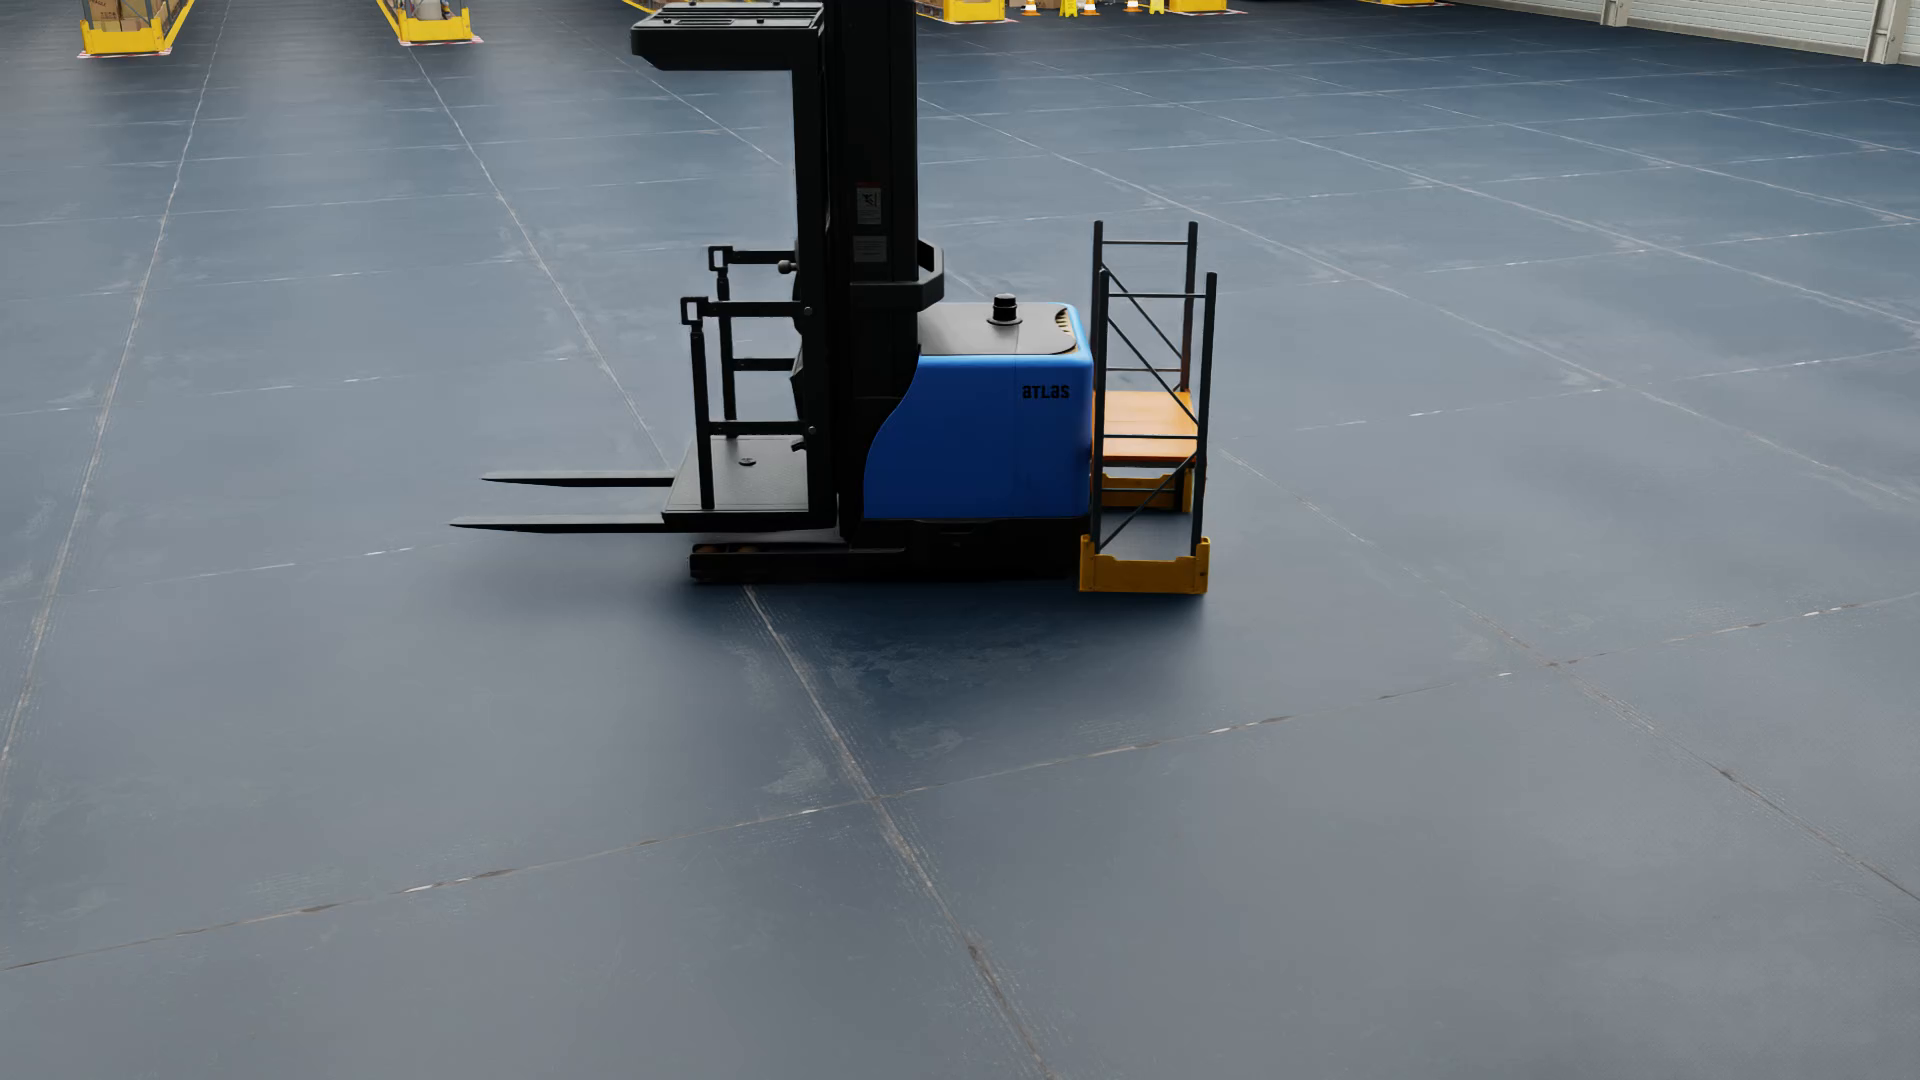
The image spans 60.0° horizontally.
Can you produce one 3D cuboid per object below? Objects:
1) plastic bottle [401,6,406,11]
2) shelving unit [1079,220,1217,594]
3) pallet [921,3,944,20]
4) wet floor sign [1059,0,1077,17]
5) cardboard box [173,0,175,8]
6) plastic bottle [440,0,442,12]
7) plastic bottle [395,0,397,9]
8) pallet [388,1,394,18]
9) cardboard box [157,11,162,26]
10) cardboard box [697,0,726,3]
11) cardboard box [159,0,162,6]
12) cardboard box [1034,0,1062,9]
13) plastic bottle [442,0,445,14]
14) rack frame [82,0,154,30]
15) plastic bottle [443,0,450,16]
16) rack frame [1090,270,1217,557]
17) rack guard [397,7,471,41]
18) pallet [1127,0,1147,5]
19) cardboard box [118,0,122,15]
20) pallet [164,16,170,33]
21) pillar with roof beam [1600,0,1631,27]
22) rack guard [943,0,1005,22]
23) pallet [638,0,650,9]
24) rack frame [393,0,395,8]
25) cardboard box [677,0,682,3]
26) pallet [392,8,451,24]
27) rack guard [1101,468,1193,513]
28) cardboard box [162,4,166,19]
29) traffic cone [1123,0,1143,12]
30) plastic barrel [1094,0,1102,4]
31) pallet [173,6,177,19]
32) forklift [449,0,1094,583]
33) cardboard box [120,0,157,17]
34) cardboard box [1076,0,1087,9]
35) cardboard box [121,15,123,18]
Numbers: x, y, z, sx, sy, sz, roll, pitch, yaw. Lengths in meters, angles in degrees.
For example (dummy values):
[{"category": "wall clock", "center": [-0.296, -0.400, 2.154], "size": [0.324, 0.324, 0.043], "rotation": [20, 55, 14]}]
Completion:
[{"category": "plastic bottle", "center": [-10.105, -9.604, 30.210], "size": [0.097, 0.201, 0.097], "rotation": [0, 23, 0]}, {"category": "shelving unit", "center": [0.874, -0.657, 7.878], "size": [0.587, 1.500, 1.083], "rotation": [1, 23, 3]}, {"category": "pallet", "center": [-0.092, -10.401, 32.656], "size": [1.003, 0.211, 1.213], "rotation": [-8, 24, -19]}, {"category": "wet floor sign", "center": [2.126, -10.583, 32.528], "size": [0.267, 0.644, 0.232], "rotation": [-13, 26, -28]}, {"category": "cardboard box", "center": [-15.370, -10.339, 31.918], "size": [0.500, 0.250, 0.500], "rotation": [-9, 25, -21]}, {"category": "plastic bottle", "center": [-9.623, -9.965, 30.976], "size": [0.097, 0.271, 0.097], "rotation": [0, 23, 0]}, {"category": "plastic bottle", "center": [-10.617, -10.194, 31.516], "size": [0.152, 0.276, 0.135], "rotation": [-7, 24, -17]}, {"category": "pallet", "center": [-10.773, -10.532, 32.965], "size": [1.003, 0.211, 1.213], "rotation": [-8, 24, -19]}, {"category": "cardboard box", "center": [-14.019, -8.920, 28.550], "size": [0.500, 0.250, 0.500], "rotation": [-8, 24, -19]}, {"category": "cardboard box", "center": [-4.617, -10.034, 30.871], "size": [0.500, 0.500, 0.500], "rotation": [-4, 23, -9]}, {"category": "cardboard box", "center": [-14.380, -9.627, 29.264], "size": [0.500, 0.500, 0.500], "rotation": [-8, 24, -19]}, {"category": "cardboard box", "center": [1.870, -11.263, 34.324], "size": [0.637, 0.503, 0.797], "rotation": [12, 26, 27]}, {"category": "plastic bottle", "center": [-9.516, -9.855, 30.715], "size": [0.097, 0.271, 0.097], "rotation": [0, 23, 0]}, {"category": "rack frame", "center": [-13.681, -9.405, 26.702], "size": [1.000, 3.000, 0.127], "rotation": [-8, 24, -19]}, {"category": "plastic bottle", "center": [-9.395, -9.730, 30.420], "size": [0.097, 0.271, 0.097], "rotation": [0, 23, 0]}, {"category": "rack frame", "center": [0.847, -0.456, 7.402], "size": [0.500, 1.500, 0.032], "rotation": [1, 23, 3]}, {"category": "rack guard", "center": [-9.117, -8.952, 28.847], "size": [1.175, 0.500, 0.348], "rotation": [-8, 24, -19]}, {"category": "pallet", "center": [4.151, -11.608, 35.518], "size": [1.003, 0.211, 1.213], "rotation": [-8, 24, -19]}, {"category": "cardboard box", "center": [-14.516, -9.192, 28.231], "size": [0.500, 0.500, 0.500], "rotation": [-8, 24, -19]}, {"category": "pallet", "center": [-14.853, -9.279, 29.992], "size": [1.003, 0.211, 1.213], "rotation": [-8, 24, -19]}, {"category": "pillar with roof beam", "center": [8.190, -13.175, 27.923], "size": [9.100, 9.000, 0.400], "rotation": [-8, 24, -19]}, {"category": "rack guard", "center": [0.272, -10.246, 31.916], "size": [1.175, 0.500, 0.348], "rotation": [-8, 24, -19]}, {"category": "pallet", "center": [-6.102, -11.214, 34.584], "size": [1.003, 0.211, 1.213], "rotation": [-8, 24, -19]}, {"category": "rack frame", "center": [-10.459, -11.537, 31.759], "size": [1.000, 3.000, 0.127], "rotation": [-8, 24, -19]}, {"category": "cardboard box", "center": [-5.219, -10.685, 32.417], "size": [0.500, 0.500, 0.500], "rotation": [-11, 25, -24]}, {"category": "pallet", "center": [-10.261, -10.002, 31.708], "size": [1.003, 0.211, 1.213], "rotation": [-8, 24, -19]}, {"category": "rack guard", "center": [0.899, -0.274, 8.579], "size": [0.587, 0.250, 0.087], "rotation": [1, 23, 3]}, {"category": "cardboard box", "center": [-14.559, -9.463, 29.840], "size": [0.500, 0.250, 0.500], "rotation": [-8, 24, -19]}, {"category": "traffic cone", "center": [3.500, -10.933, 33.593], "size": [0.336, 0.463, 0.334], "rotation": [-8, 24, -19]}, {"category": "plastic barrel", "center": [2.713, -11.478, 34.938], "size": [0.512, 0.421, 0.421], "rotation": [8, 24, 18]}, {"category": "pallet", "center": [-15.826, -10.280, 32.368], "size": [1.003, 0.211, 1.213], "rotation": [-8, 24, -19]}, {"category": "forklift", "center": [-0.906, -1.359, 7.701], "size": [3.031, 2.935, 1.130], "rotation": [0, 23, -1]}, {"category": "cardboard box", "center": [-13.841, -9.084, 27.974], "size": [0.500, 0.500, 0.500], "rotation": [-8, 24, -19]}, {"category": "cardboard box", "center": [2.506, -11.008, 34.175], "size": [0.380, 0.149, 0.250], "rotation": [4, 23, 9]}, {"category": "cardboard box", "center": [-14.335, -8.666, 27.947], "size": [0.500, 0.250, 0.500], "rotation": [-8, 24, -19]}]
